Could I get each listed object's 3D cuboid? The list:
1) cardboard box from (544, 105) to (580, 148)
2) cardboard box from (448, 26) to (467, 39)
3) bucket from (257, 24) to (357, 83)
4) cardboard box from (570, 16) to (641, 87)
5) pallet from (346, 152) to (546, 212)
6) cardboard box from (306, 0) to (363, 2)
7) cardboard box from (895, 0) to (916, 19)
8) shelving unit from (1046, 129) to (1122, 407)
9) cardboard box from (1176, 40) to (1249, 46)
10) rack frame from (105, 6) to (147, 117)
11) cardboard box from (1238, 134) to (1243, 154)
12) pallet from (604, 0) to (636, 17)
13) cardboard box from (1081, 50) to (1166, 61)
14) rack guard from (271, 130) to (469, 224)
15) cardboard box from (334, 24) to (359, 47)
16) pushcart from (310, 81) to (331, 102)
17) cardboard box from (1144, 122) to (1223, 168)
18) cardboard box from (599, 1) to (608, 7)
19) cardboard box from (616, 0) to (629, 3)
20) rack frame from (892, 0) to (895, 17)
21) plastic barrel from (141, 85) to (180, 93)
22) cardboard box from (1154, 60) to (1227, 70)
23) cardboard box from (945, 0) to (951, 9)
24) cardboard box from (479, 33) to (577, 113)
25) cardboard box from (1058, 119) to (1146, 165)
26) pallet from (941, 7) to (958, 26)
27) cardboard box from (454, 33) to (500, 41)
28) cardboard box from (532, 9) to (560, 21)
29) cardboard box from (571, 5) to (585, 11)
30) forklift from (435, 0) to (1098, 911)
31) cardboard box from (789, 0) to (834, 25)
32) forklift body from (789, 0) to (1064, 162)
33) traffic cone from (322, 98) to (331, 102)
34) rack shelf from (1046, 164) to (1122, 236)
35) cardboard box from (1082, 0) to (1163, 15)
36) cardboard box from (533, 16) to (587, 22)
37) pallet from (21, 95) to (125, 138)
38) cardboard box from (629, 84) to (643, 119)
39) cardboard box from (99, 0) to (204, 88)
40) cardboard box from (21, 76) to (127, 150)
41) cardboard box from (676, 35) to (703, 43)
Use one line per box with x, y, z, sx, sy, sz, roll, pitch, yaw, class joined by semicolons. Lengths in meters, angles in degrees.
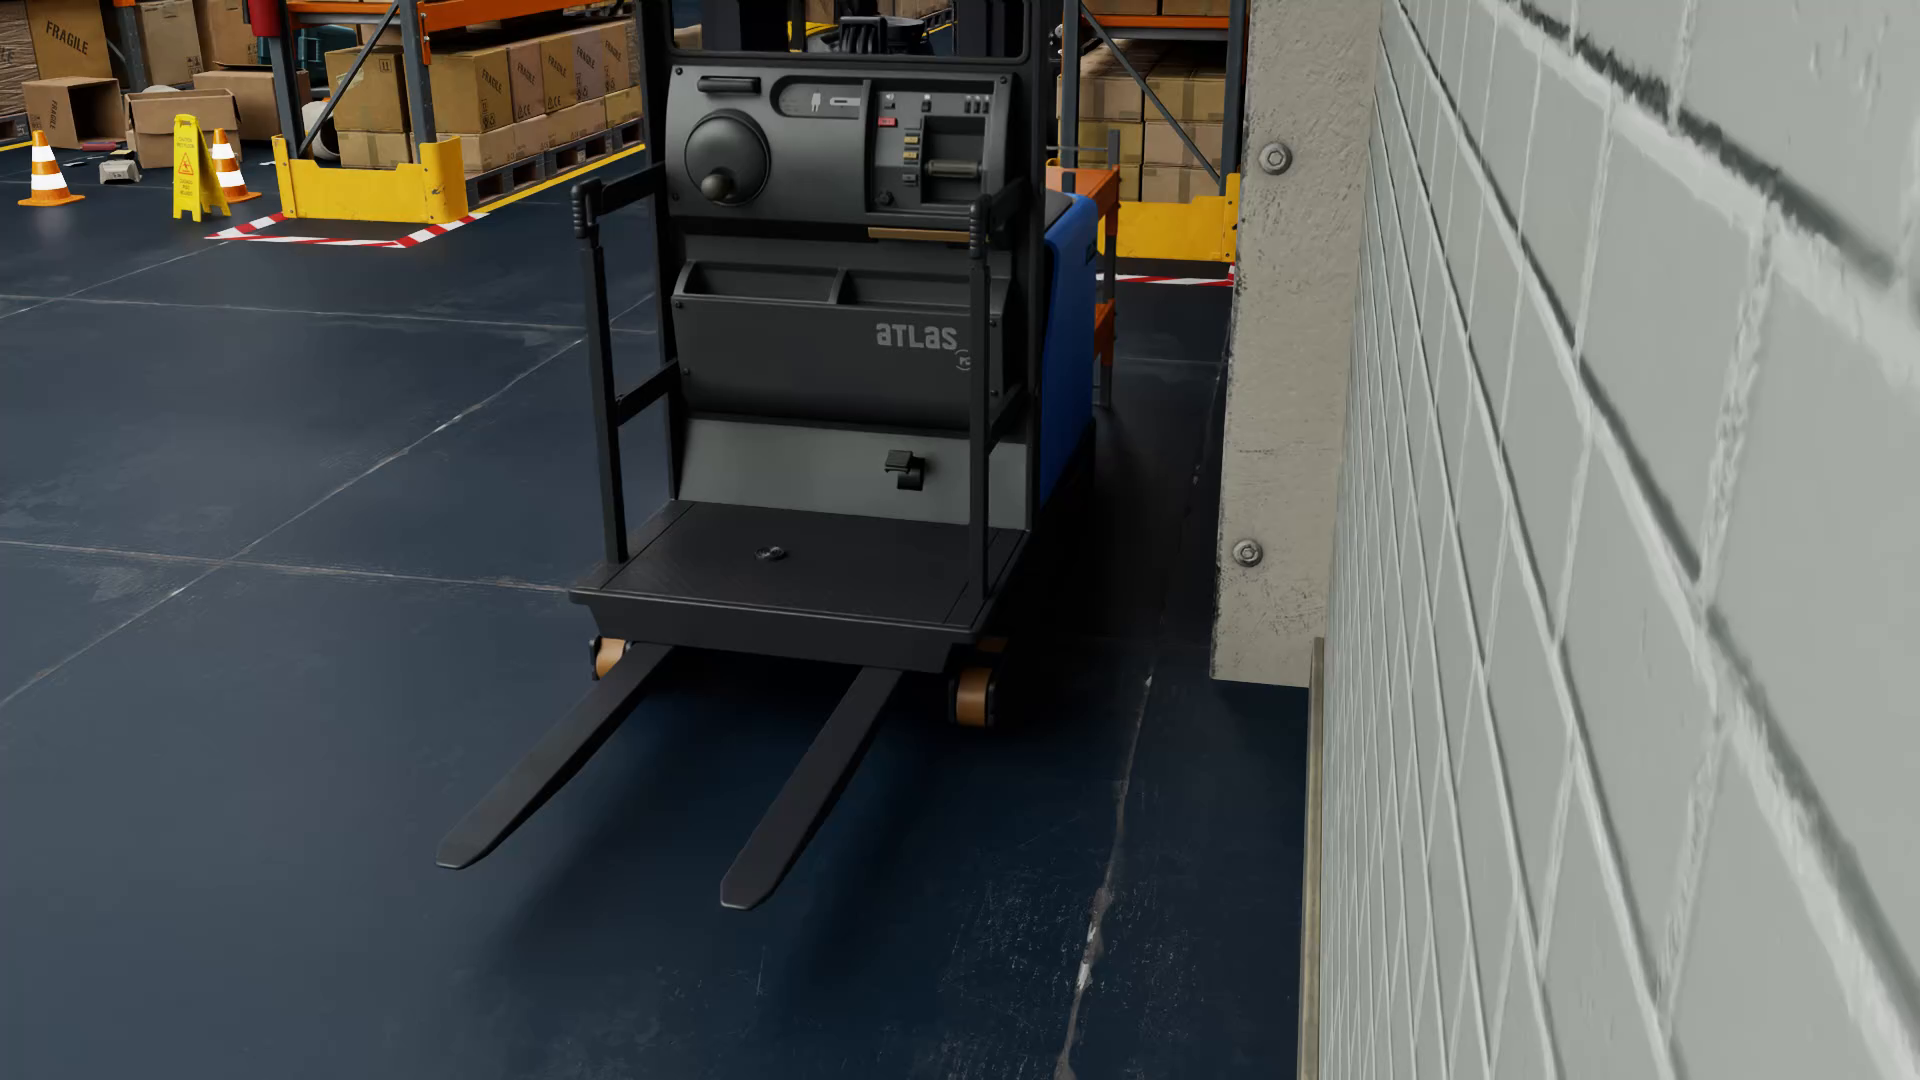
-3.136;-3.036;12.175;0.500;0.250;0.500;6;23;15;cardboard box
-3.755;-3.664;11.863;0.380;0.149;0.250;5;23;13;cardboard box
-5.603;-4.221;14.345;0.726;0.611;0.620;13;15;29;bucket
-2.824;-3.949;13.439;0.500;0.500;0.500;4;22;10;cardboard box
-3.566;-2.485;11.421;1.003;0.211;1.213;4;22;11;pallet
-3.915;-3.493;10.527;0.380;0.149;0.250;5;23;13;cardboard box
-1.100;-7.073;21.947;0.875;0.438;0.875;4;22;10;cardboard box
0.263;-0.919;6.310;0.538;1.125;1.048;5;23;13;shelving unit
1.778;-3.360;11.641;0.500;0.250;0.500;5;22;11;cardboard box
-7.832;-5.259;14.577;1.000;3.000;0.127;4;22;11;rack frame
1.591;-2.532;10.924;0.500;0.250;0.500;4;22;10;cardboard box
-5.600;-8.032;25.195;1.003;0.211;1.213;4;22;11;pallet
1.058;-3.027;10.814;0.500;0.250;0.500;5;22;12;cardboard box
-3.766;-2.324;10.636;1.175;0.500;0.348;4;22;11;rack guard
-7.228;-5.658;18.015;1.050;0.750;0.750;4;22;10;cardboard box
-5.208;-3.858;14.608;1.648;0.377;0.936;-3;22;-8;pushcart
1.377;-2.387;9.893;0.500;0.250;0.500;5;22;12;cardboard box
-5.407;-7.931;24.464;0.380;0.149;0.250;3;22;9;cardboard box
-5.240;-8.210;25.158;0.380;0.149;0.250;5;23;13;cardboard box
-1.333;-7.845;20.997;1.000;3.000;0.127;4;22;11;rack frame
-6.562;-3.533;13.738;0.421;0.421;0.512;-16;27;-35;plastic barrel
1.460;-2.807;10.267;0.500;0.250;0.500;4;22;11;cardboard box
-0.554;-8.065;24.411;0.875;0.438;0.875;4;22;9;cardboard box
-3.130;-3.380;12.026;0.500;0.500;0.500;5;22;12;cardboard box
0.871;-2.432;10.006;0.500;0.250;0.500;4;22;10;cardboard box
-0.604;-7.716;24.409;1.003;0.211;1.213;4;22;11;pallet
-3.661;-3.411;12.103;0.500;0.500;0.500;4;22;10;cardboard box
-3.435;-4.251;13.319;0.380;0.149;0.250;5;22;12;cardboard box
-5.586;-7.644;23.752;0.380;0.149;0.250;4;22;9;cardboard box
-0.372;-1.025;4.155;1.130;2.935;3.031;5;23;13;forklift
-1.927;-5.837;18.294;0.875;0.875;0.875;4;22;10;cardboard box
-0.321;-3.518;11.389;2.313;2.155;1.214;4;22;11;forklift body
-6.080;-4.458;15.983;0.336;0.463;0.334;4;22;11;traffic cone
0.263;-1.191;6.200;0.538;0.278;1.000;5;23;13;rack shelf
0.921;-3.326;9.641;0.500;0.500;0.500;4;22;10;cardboard box
-3.350;-3.991;13.542;0.500;0.500;0.500;6;23;13;cardboard box
-8.064;-3.694;14.422;1.003;0.211;1.213;4;22;11;pallet
-2.823;-3.602;13.579;0.500;0.250;0.500;5;23;13;cardboard box
-7.794;-4.645;15.500;1.050;0.750;0.750;4;22;11;cardboard box
-7.144;-3.455;13.440;0.500;0.500;0.500;8;23;20;cardboard box
-2.578;-4.605;15.906;0.950;0.372;0.625;5;23;13;cardboard box
